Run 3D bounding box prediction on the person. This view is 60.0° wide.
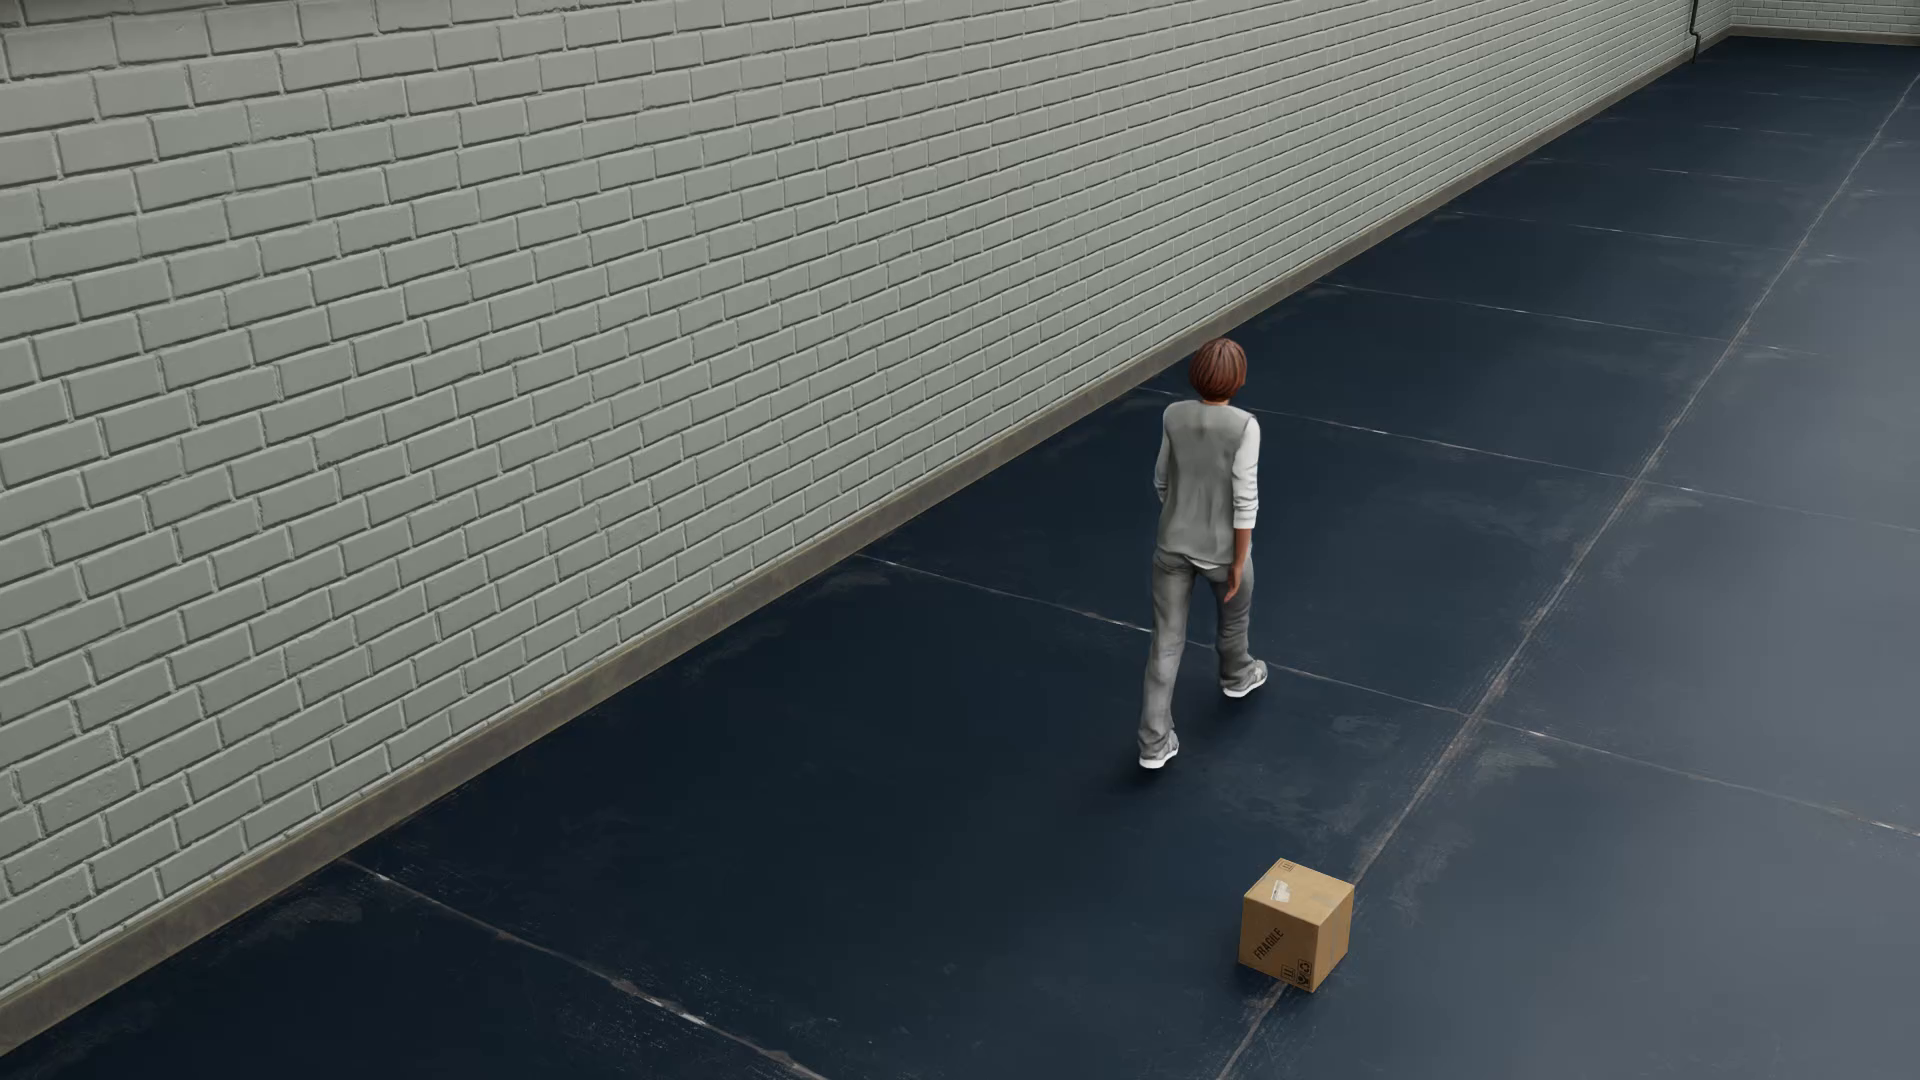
[{"bbox_3d":[0.901,-0.006,6.101,0.444,1.531,0.978,11,26,24],"label":"person"}]
